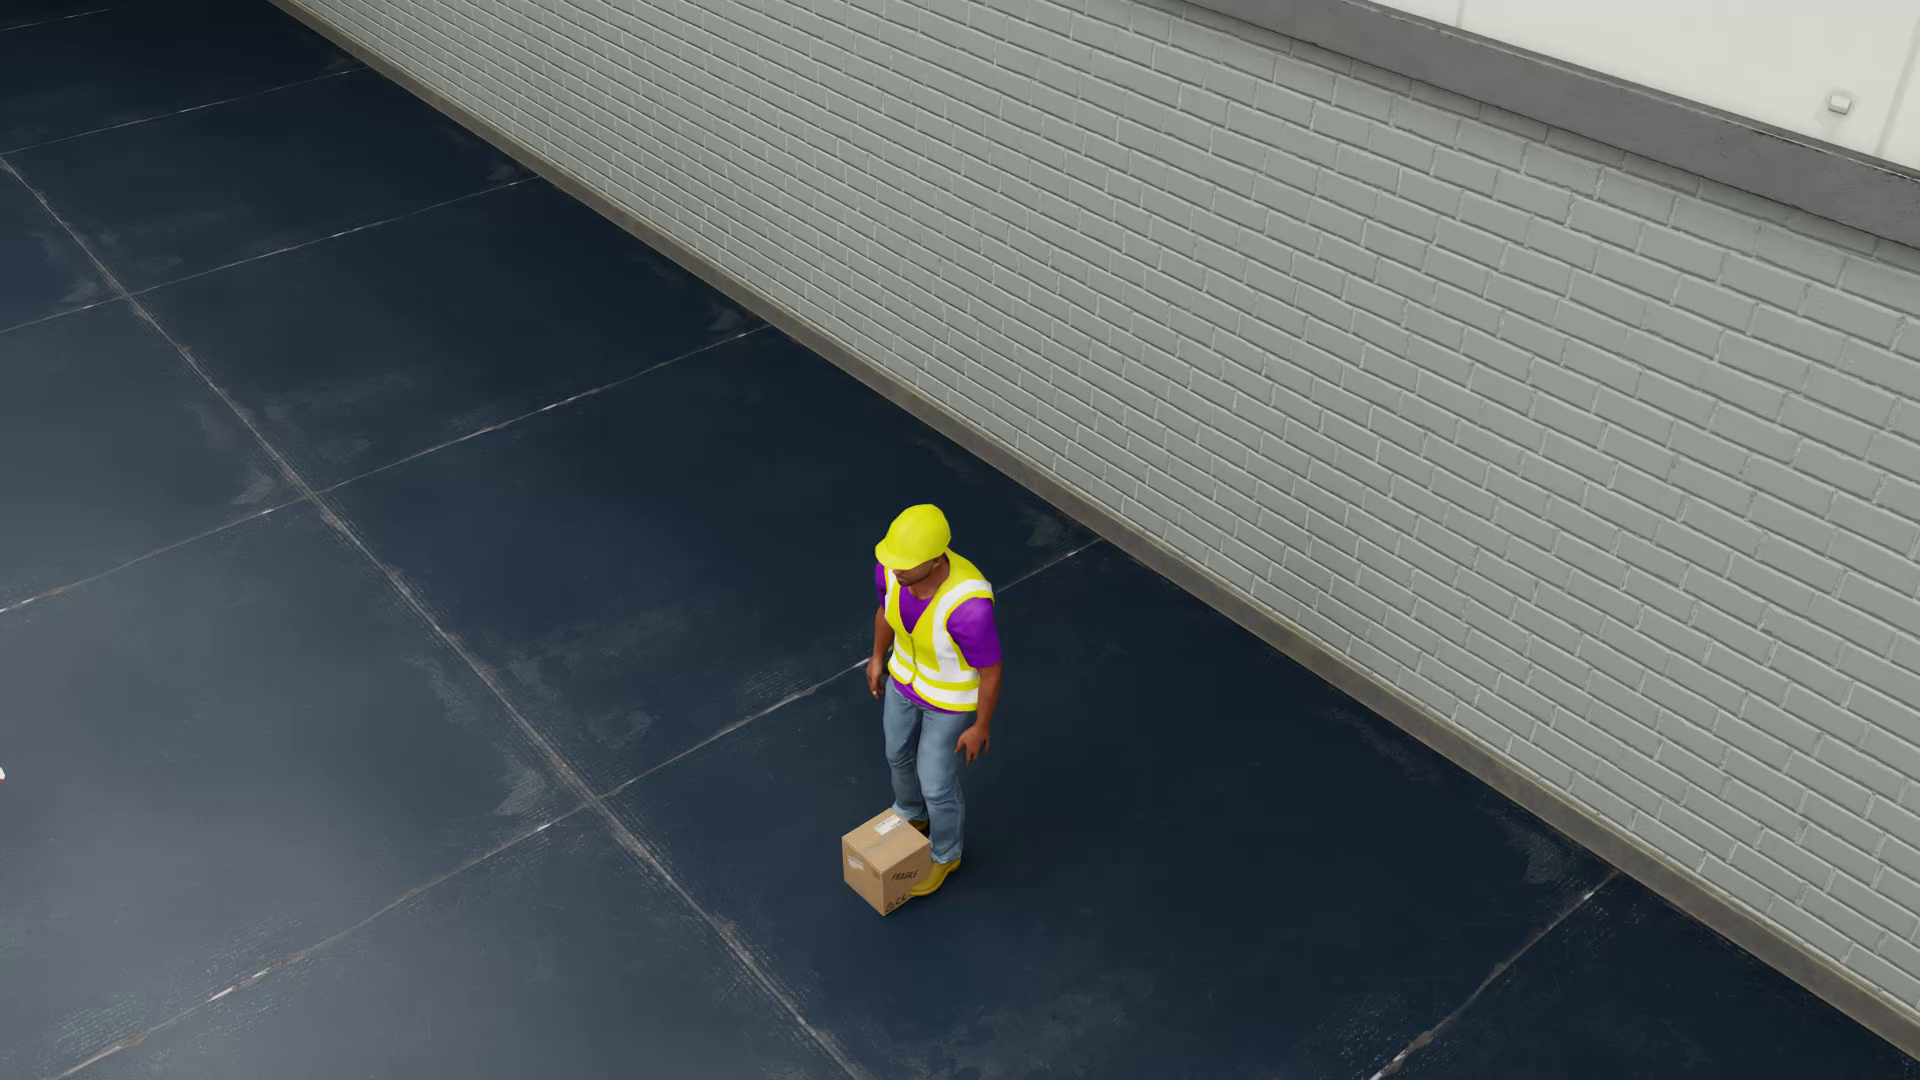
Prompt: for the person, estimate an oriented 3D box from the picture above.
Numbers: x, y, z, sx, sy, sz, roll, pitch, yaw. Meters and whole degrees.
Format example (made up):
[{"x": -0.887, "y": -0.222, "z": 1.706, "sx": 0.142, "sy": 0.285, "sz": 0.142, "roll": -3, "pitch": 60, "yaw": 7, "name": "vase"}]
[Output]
[{"x": -0.120, "y": 0.571, "z": 6.269, "sx": 0.460, "sy": 1.759, "sz": 0.624, "roll": -29, "pitch": 45, "yaw": -34, "name": "person"}]
